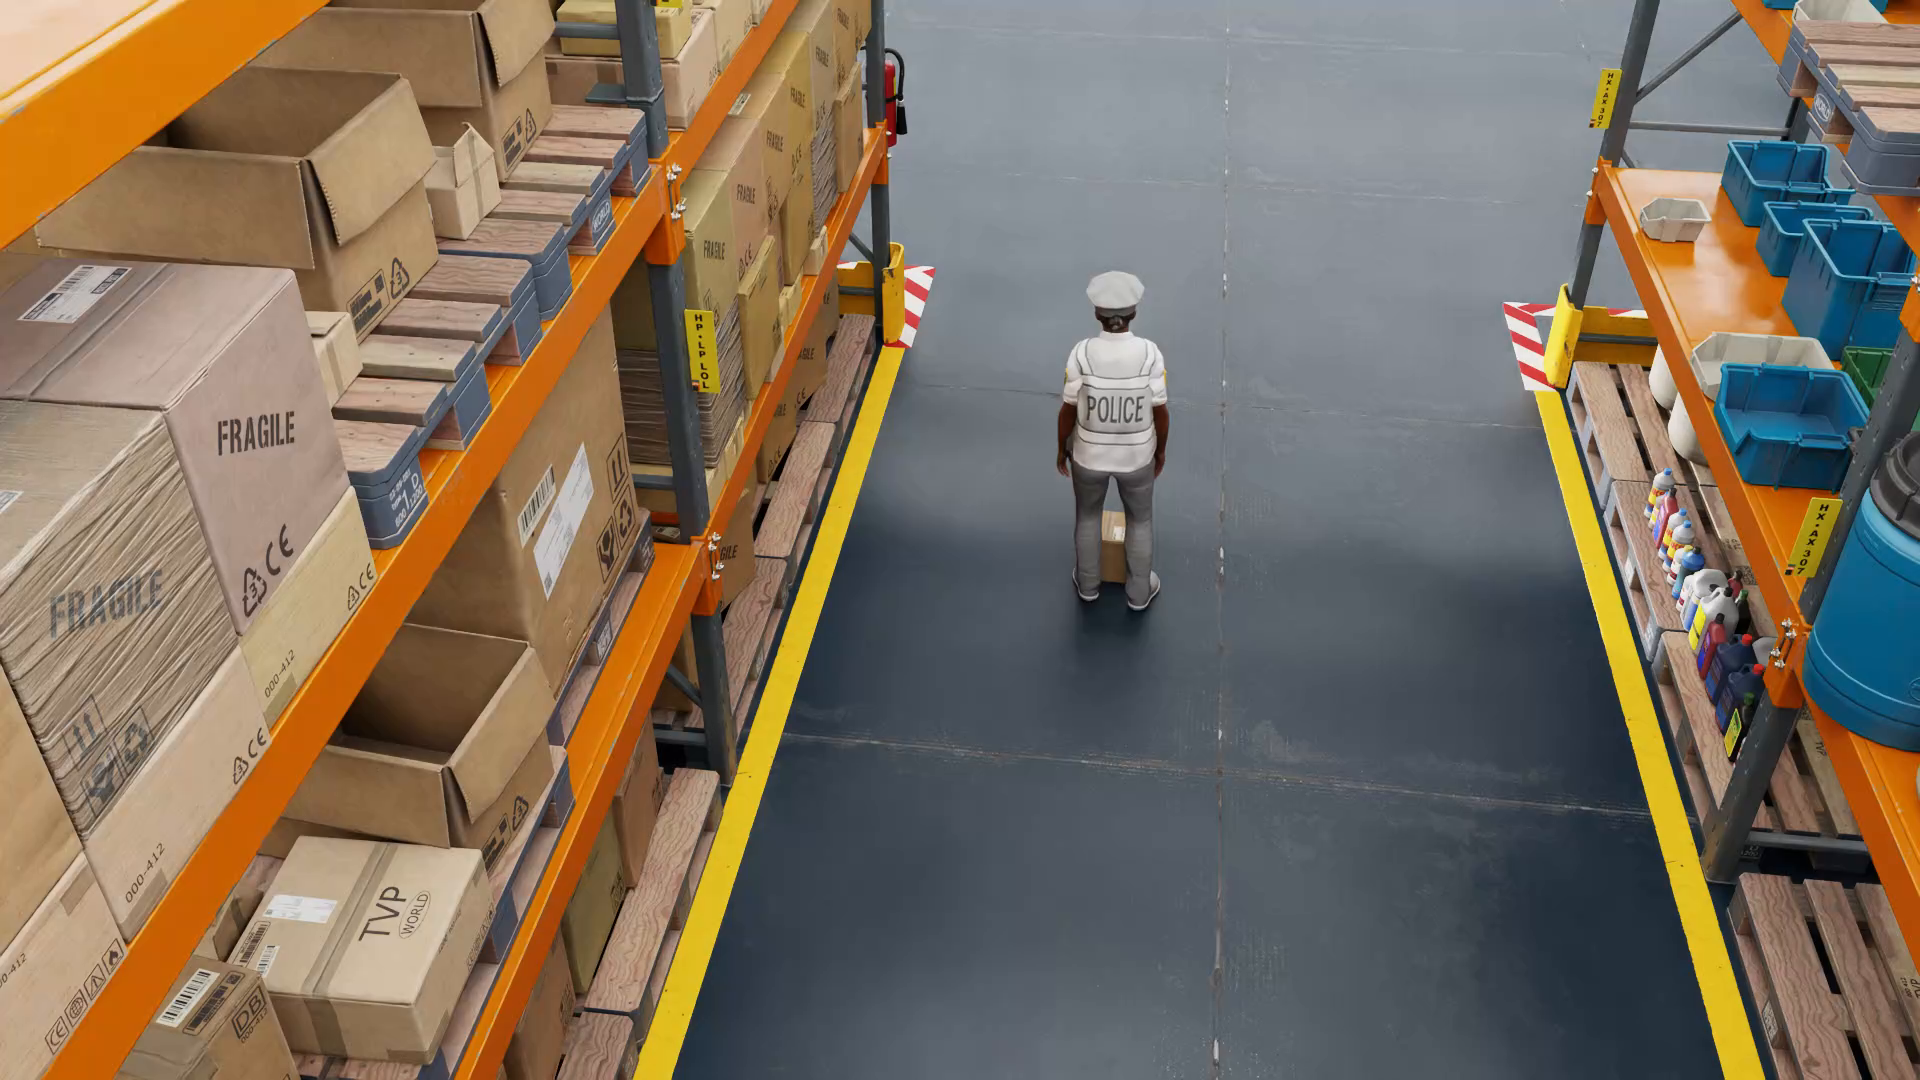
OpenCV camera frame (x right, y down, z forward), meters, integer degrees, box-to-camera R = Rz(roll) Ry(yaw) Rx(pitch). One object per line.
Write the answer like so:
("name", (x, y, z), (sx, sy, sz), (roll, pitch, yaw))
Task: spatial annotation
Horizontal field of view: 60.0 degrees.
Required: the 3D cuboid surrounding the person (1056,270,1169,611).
("person", (0.706, -0.408, 7.590), (0.532, 1.663, 0.423), (2, 36, 3))
